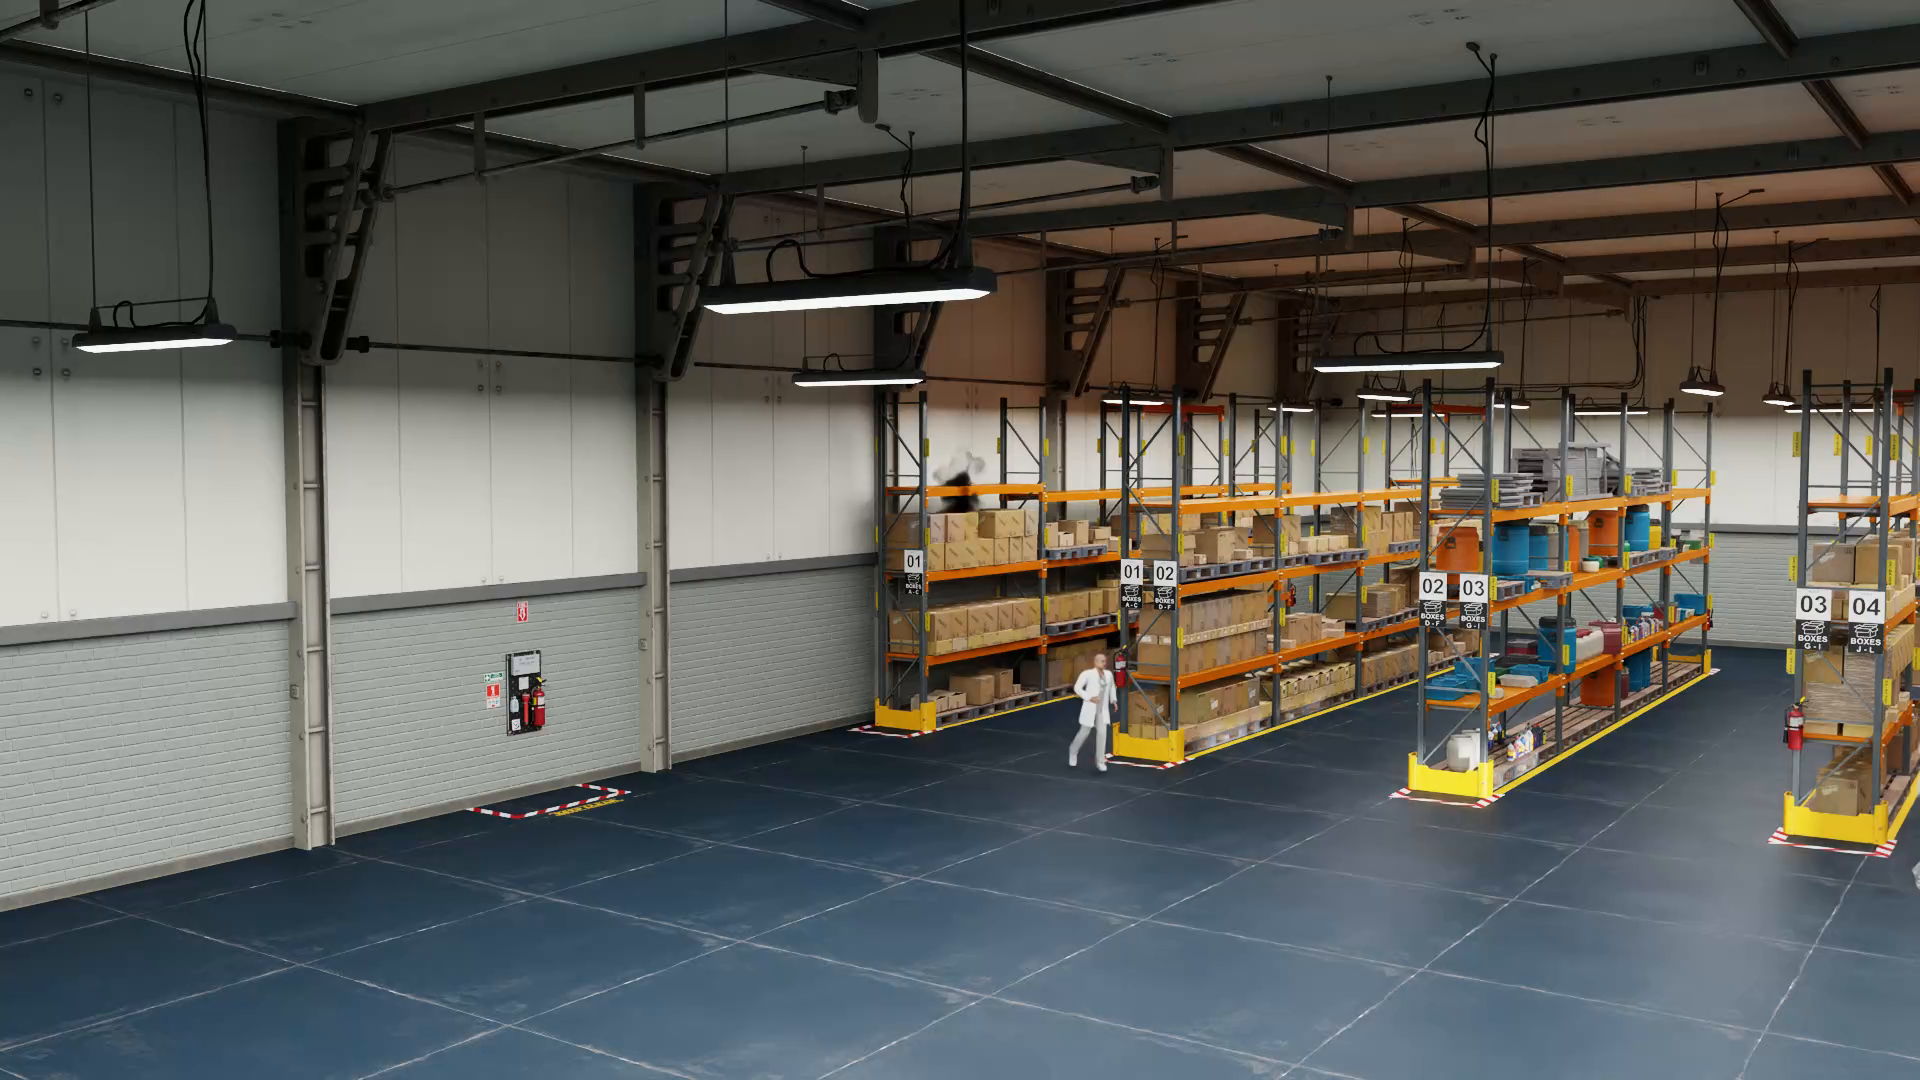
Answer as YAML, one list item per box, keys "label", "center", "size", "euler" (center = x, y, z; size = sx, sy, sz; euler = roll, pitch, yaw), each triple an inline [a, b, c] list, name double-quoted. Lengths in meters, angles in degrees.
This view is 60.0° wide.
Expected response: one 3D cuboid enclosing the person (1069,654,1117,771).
- label: "person"
  center: [2.141, 2.658, 25.870]
  size: [0.776, 1.769, 1.019]
  euler: [-1, 3, -23]
